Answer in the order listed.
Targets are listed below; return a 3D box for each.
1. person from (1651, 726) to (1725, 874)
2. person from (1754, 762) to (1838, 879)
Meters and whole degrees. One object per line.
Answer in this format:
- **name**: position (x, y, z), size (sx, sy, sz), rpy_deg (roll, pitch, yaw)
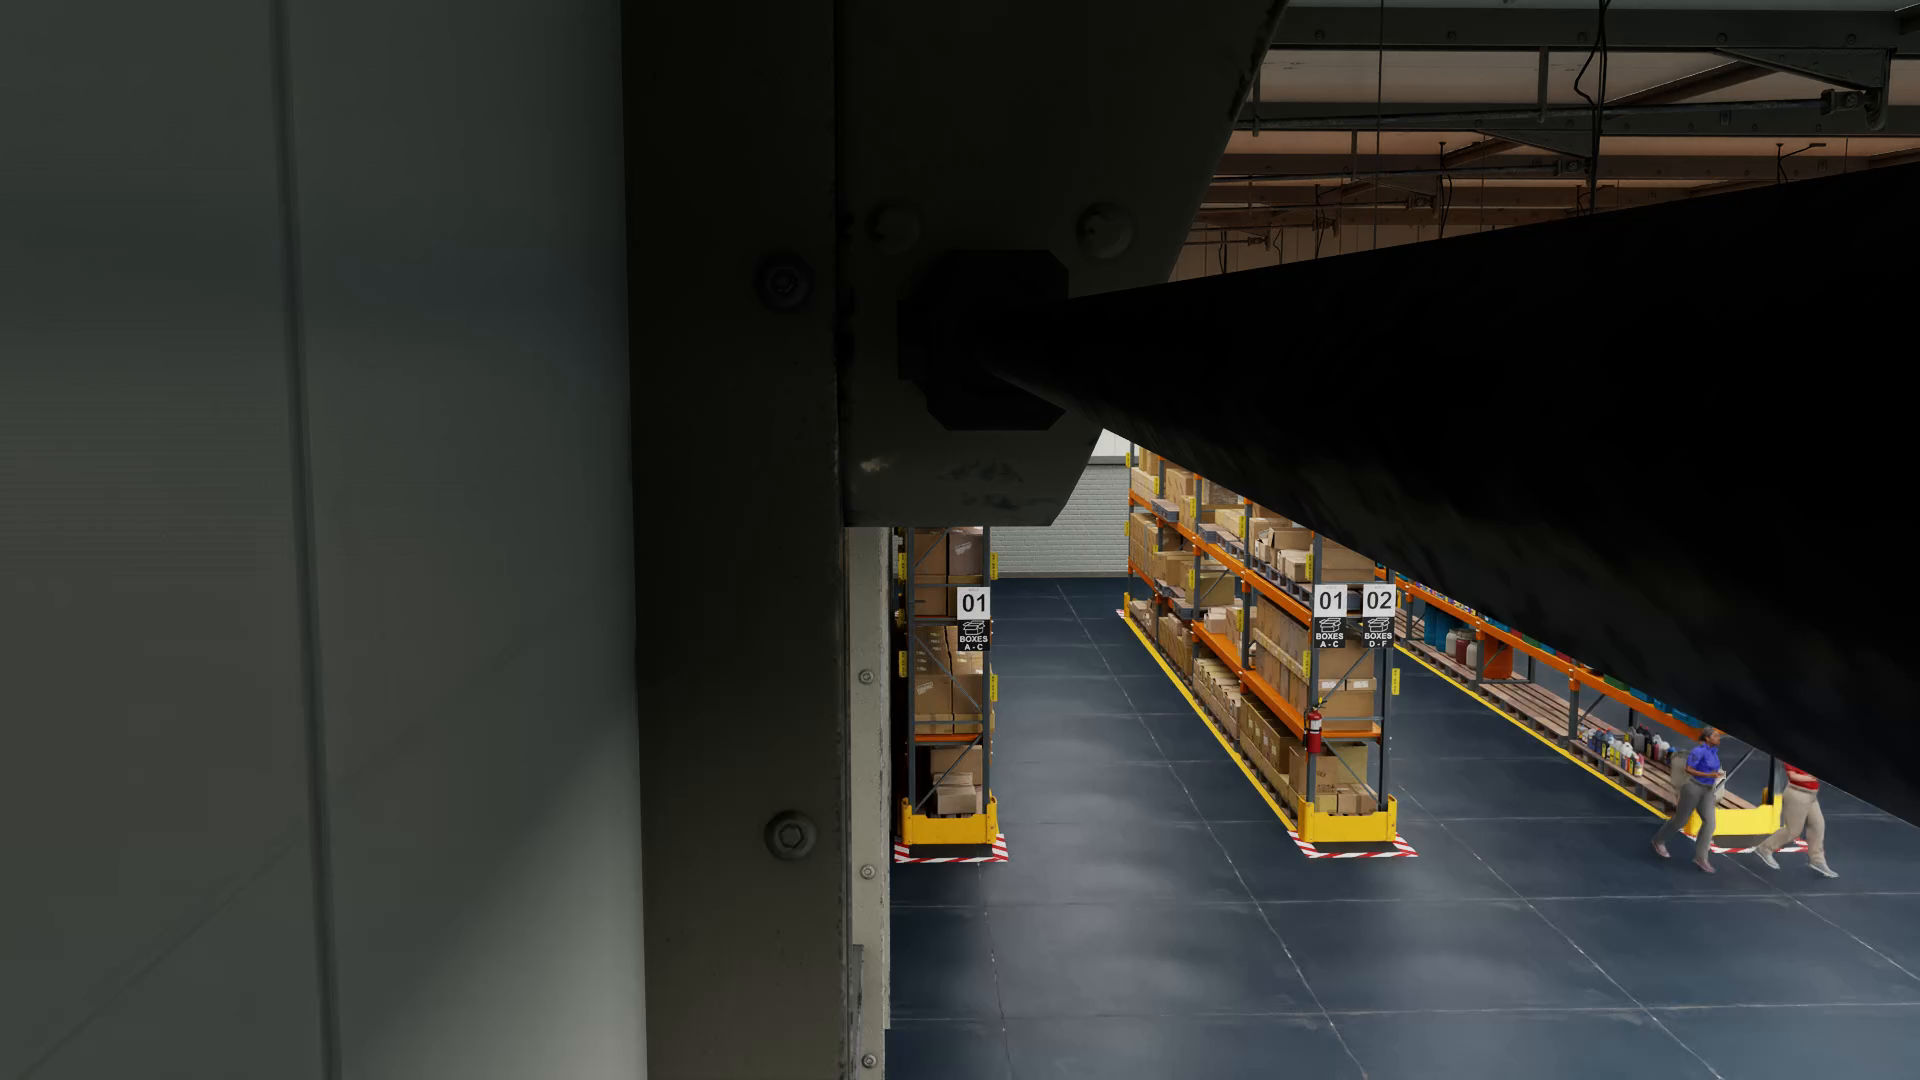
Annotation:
- **person**: position (8.738, 3.011, 19.685), size (0.614, 1.654, 0.839), rpy_deg (-4, 8, -28)
- **person**: position (9.719, 3.015, 19.253), size (0.862, 1.766, 0.664), rpy_deg (6, 10, 41)
